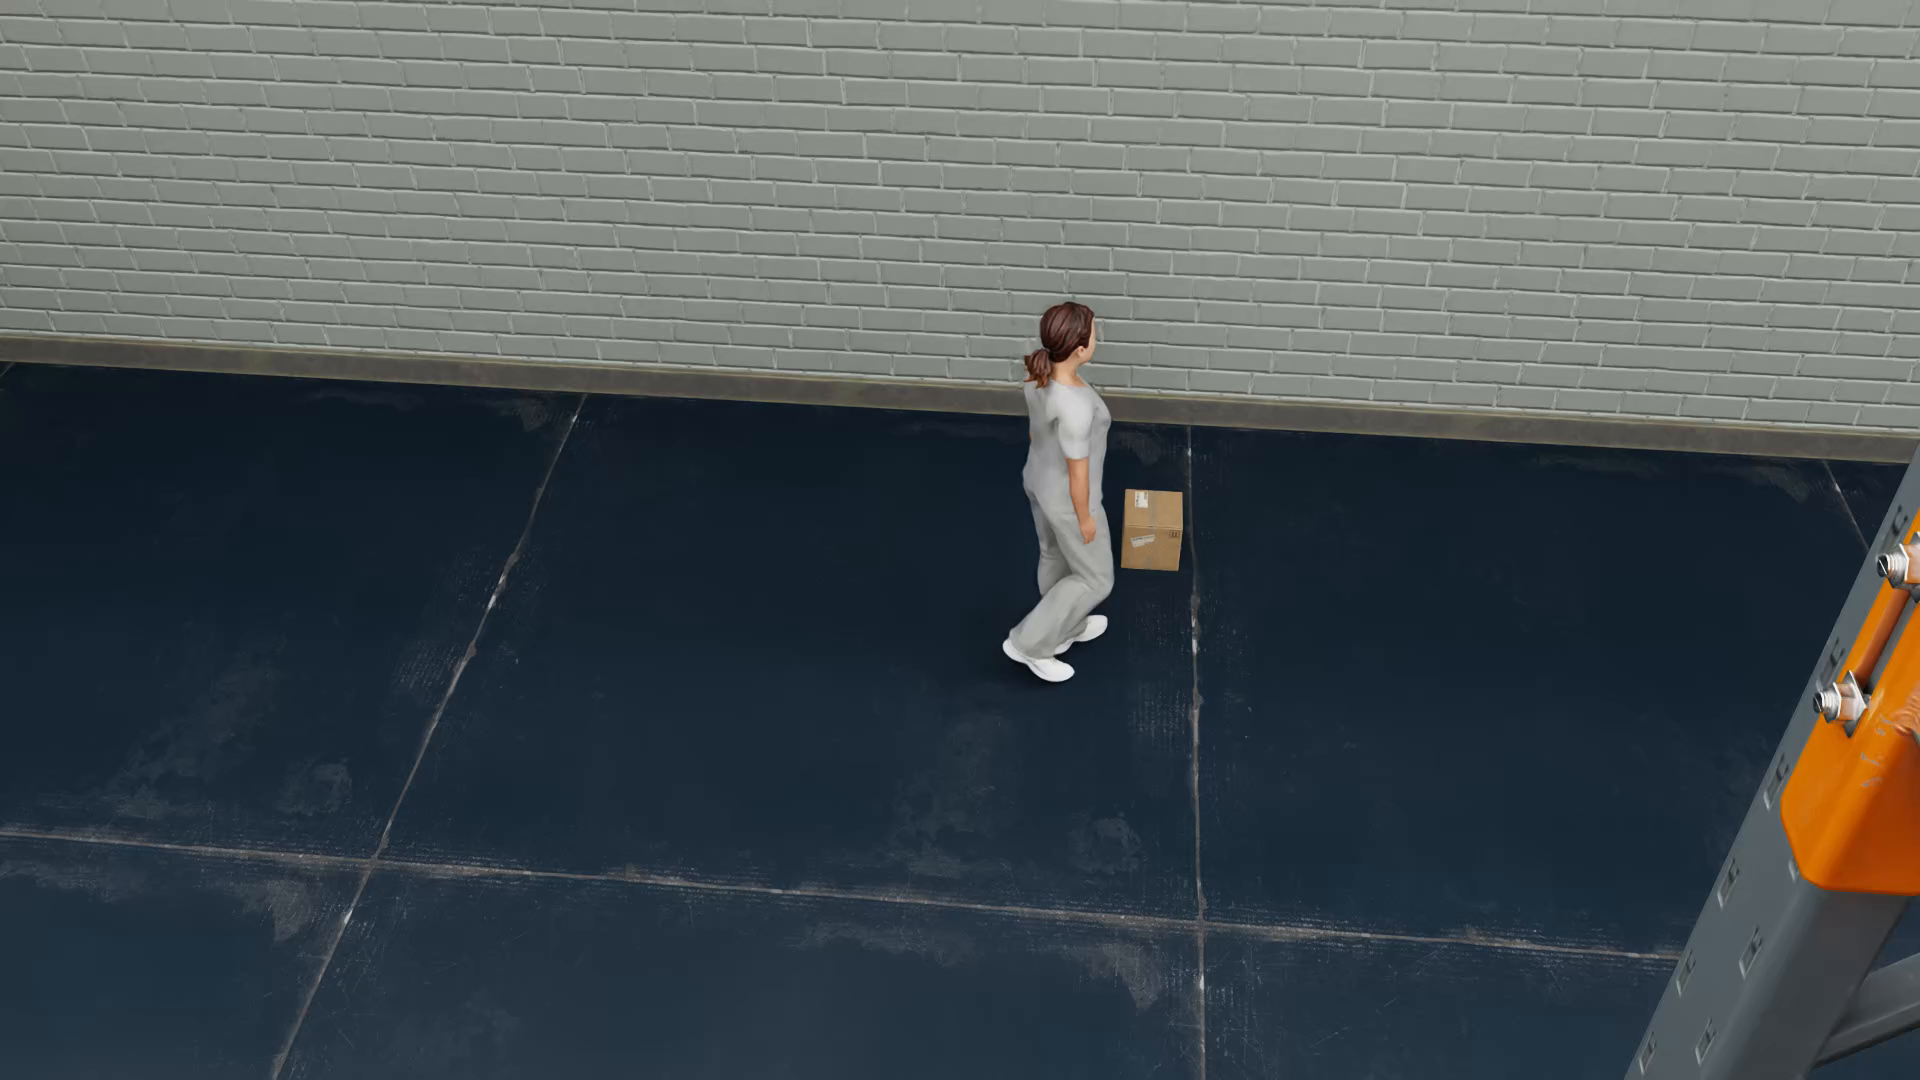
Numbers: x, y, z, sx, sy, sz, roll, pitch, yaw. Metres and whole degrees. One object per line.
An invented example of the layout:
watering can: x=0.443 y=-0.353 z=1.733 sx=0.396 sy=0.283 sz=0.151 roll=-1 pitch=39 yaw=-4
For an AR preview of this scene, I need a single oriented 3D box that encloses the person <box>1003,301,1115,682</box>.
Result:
person: x=0.394 y=-0.186 z=6.368 sx=0.519 sy=1.670 sz=0.460 roll=-15 pitch=42 yaw=-17
